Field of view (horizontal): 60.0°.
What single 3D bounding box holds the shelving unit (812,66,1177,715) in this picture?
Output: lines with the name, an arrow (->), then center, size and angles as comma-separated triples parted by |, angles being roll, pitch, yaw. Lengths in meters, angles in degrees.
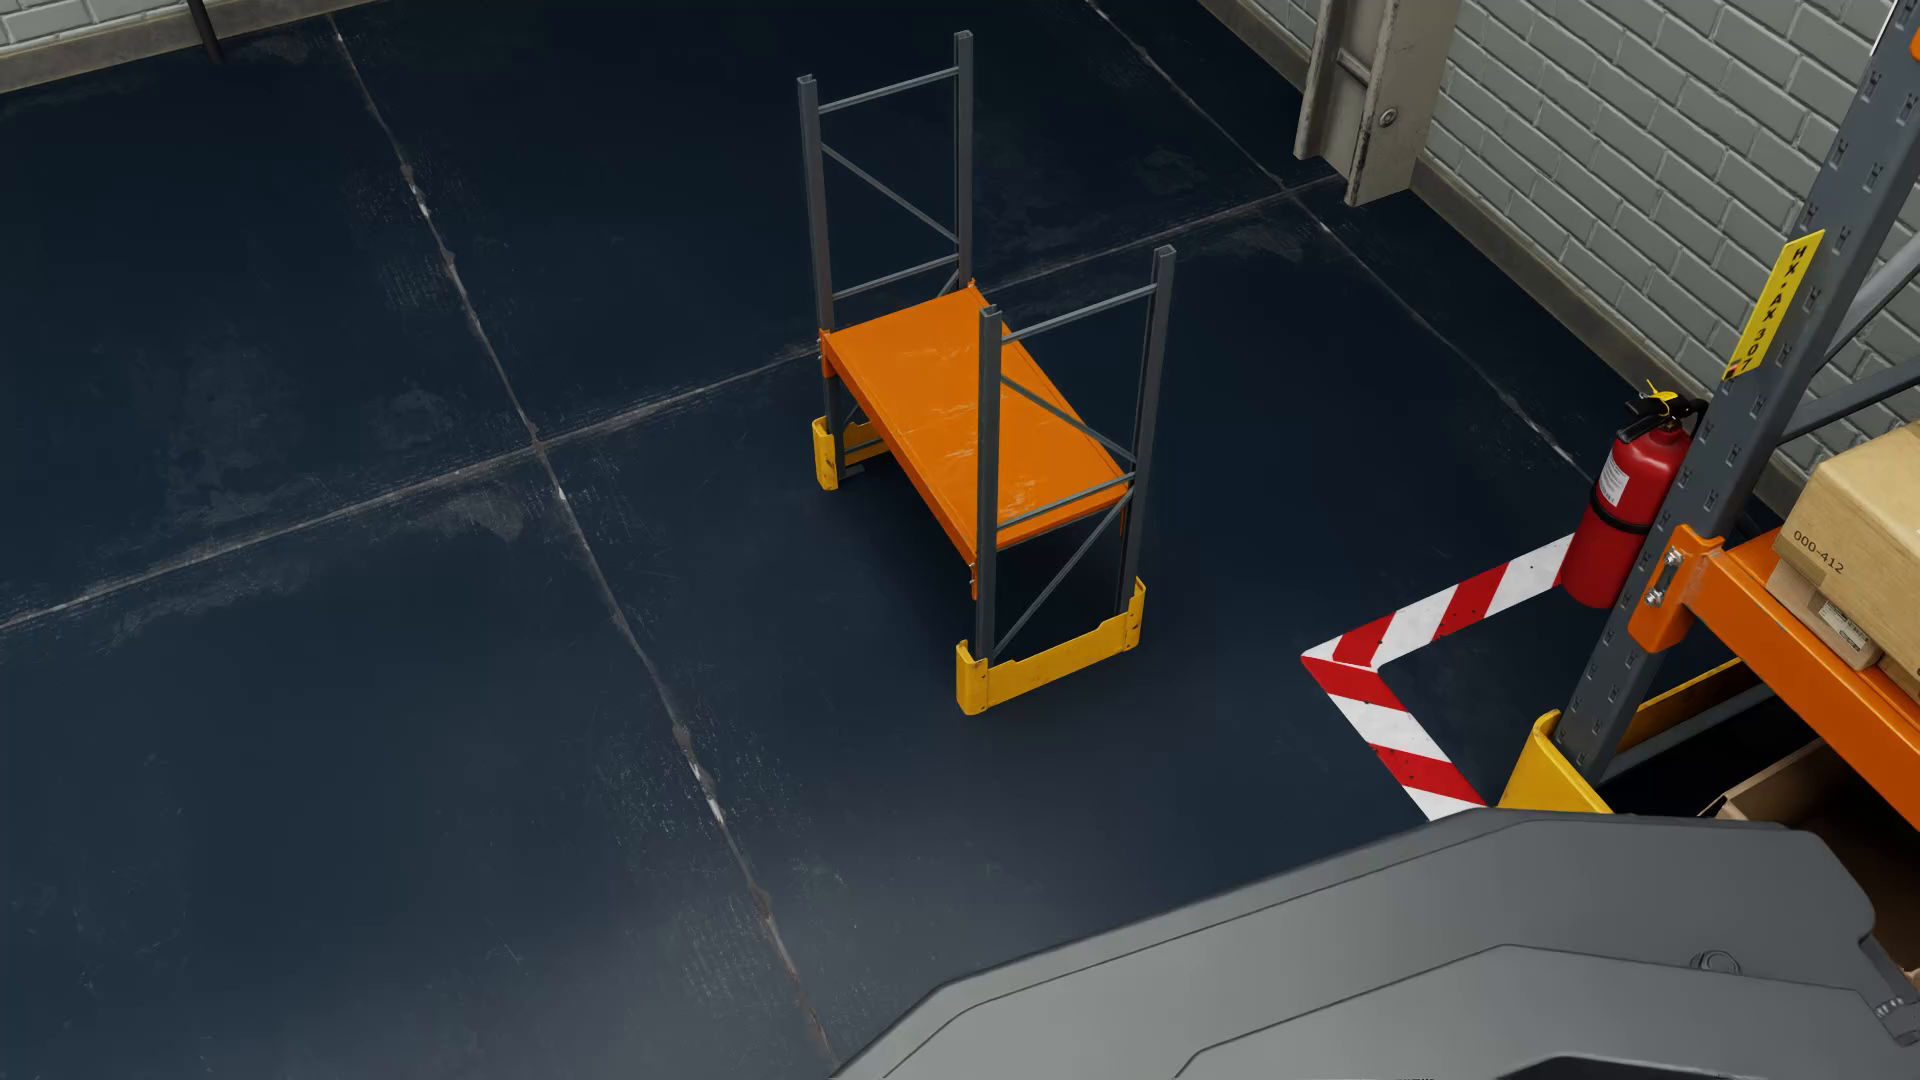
shelving unit -> 0.035, -0.443, 4.641 | 0.587, 1.500, 1.083 | -21, 52, -18

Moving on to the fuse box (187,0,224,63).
fuse box -> -3.102, -2.585, 6.374 | 0.539, 1.711, 0.414 | -21, 52, -18

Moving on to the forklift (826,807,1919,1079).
forklift -> 0.481, 1.731, 1.789 | 1.130, 2.935, 3.031 | -15, 51, -13

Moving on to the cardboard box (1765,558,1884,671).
cardboard box -> 1.883, 0.068, 3.365 | 0.380, 0.149, 0.250 | -22, 52, -18

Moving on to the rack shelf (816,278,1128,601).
rack shelf -> 0.039, -0.318, 4.771 | 0.538, 0.185, 1.000 | -21, 52, -18

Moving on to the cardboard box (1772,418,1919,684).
cardboard box -> 1.944, 0.018, 3.143 | 0.500, 0.250, 0.500 | -21, 52, -17

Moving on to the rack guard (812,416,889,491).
rack guard -> -0.193, -0.365, 5.403 | 0.587, 0.250, 0.087 | -21, 52, -18

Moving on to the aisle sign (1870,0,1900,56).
aisle sign -> 1.684, -1.130, 2.518 | 0.394, 0.787, 0.004 | -21, 52, -18

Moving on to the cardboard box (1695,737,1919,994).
cardboard box -> 2.172, 0.796, 3.940 | 0.797, 0.503, 0.637 | -23, 53, -19

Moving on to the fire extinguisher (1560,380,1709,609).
fire extinguisher -> 1.498, -0.121, 3.662 | 0.296, 0.674, 0.183 | -21, 52, -18

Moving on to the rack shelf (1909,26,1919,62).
rack shelf -> 2.891, 0.258, 1.516 | 1.077, 0.370, 4.000 | -21, 52, -18

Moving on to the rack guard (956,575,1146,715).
rack guard -> 0.263, 0.302, 4.820 | 0.587, 0.250, 0.087 | -21, 52, -18

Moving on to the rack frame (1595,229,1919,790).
rack frame -> 1.973, -0.328, 3.544 | 0.949, 2.616, 0.053 | -21, 52, -18

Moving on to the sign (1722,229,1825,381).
sign -> 1.494, -0.428, 3.056 | 0.100, 0.325, 0.005 | -21, 52, -18

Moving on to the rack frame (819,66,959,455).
rack frame -> -0.192, -0.777, 4.934 | 0.475, 1.308, 0.013 | -21, 52, -18

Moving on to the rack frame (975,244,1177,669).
rack frame -> 0.272, -0.096, 4.338 | 0.500, 1.500, 0.032 | -21, 52, -18
